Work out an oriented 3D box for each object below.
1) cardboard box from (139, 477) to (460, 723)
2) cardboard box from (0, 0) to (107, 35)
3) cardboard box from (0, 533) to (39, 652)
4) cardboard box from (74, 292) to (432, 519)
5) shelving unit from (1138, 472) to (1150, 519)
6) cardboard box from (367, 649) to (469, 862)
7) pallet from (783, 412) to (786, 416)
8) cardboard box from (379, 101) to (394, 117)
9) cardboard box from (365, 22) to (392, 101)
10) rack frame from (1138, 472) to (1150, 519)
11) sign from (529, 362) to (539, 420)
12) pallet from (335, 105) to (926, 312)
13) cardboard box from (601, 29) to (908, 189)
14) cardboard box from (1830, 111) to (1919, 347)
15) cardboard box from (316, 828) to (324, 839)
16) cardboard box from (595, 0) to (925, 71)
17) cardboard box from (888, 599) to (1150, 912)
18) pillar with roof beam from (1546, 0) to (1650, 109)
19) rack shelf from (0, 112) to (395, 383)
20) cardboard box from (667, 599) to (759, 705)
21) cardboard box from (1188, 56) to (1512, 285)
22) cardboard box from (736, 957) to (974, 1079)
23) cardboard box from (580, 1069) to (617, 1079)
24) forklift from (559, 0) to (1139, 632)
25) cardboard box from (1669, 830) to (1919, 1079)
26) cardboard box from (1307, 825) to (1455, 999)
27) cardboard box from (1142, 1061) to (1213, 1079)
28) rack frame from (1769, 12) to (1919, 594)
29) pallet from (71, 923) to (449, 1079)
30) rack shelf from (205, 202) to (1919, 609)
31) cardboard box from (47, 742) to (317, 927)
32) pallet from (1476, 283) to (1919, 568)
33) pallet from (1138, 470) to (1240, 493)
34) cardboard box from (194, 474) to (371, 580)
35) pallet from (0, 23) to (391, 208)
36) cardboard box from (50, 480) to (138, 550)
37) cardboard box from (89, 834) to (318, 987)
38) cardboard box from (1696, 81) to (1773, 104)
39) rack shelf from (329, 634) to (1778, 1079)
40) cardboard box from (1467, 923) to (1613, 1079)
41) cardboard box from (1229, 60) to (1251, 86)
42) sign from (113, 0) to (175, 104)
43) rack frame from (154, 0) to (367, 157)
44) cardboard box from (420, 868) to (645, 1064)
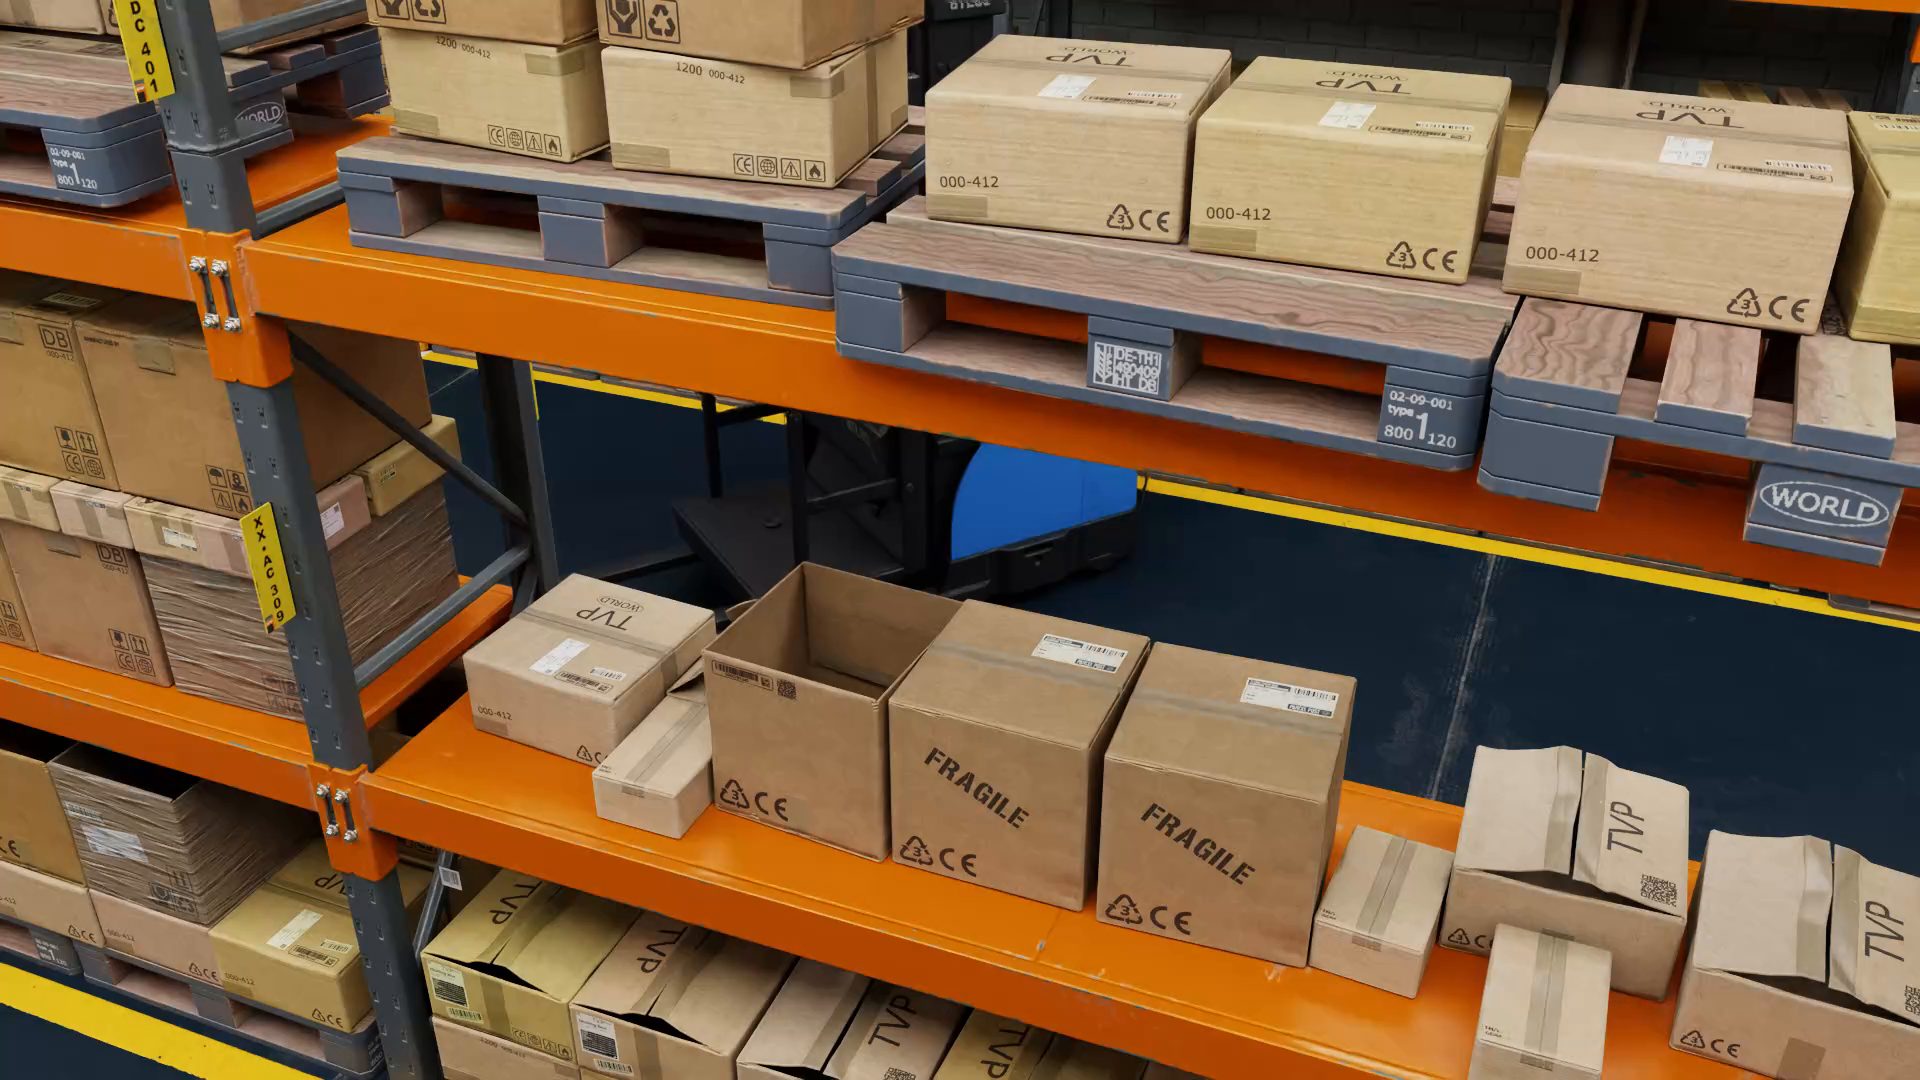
[{"bbox_3d":[-1.918,0.107,4.911,0.500,0.500,0.700,10,31,18],"label":"cardboard box"},{"bbox_3d":[-2.372,-1.595,4.496,0.500,0.311,0.500,10,31,16],"label":"cardboard box"},{"bbox_3d":[-2.872,-0.083,5.246,0.500,0.500,0.700,12,32,20],"label":"cardboard box"},{"bbox_3d":[-1.918,-0.458,4.592,0.500,0.500,0.700,11,31,19],"label":"cardboard box"},{"bbox_3d":[0.876,-0.660,8.183,0.189,1.200,0.258,3,28,-15],"label":"shelving unit"},{"bbox_3d":[-1.816,0.689,5.589,0.500,0.500,0.500,11,31,19],"label":"cardboard box"},{"bbox_3d":[-0.281,-0.924,9.671,1.213,0.211,1.003,11,31,19],"label":"pallet"},{"bbox_3d":[-3.019,-2.478,9.718,0.500,0.250,0.500,10,31,18],"label":"cardboard box"},{"bbox_3d":[-3.022,-2.815,9.551,0.500,0.500,0.500,11,31,19],"label":"cardboard box"},{"bbox_3d":[0.964,-0.656,8.206,0.006,1.200,0.240,3,28,-15],"label":"rack frame"},{"bbox_3d":[-1.309,-0.489,4.971,0.005,0.325,0.100,11,31,19],"label":"sign"},{"bbox_3d":[-0.682,-0.836,3.827,1.217,0.209,0.805,10,31,17],"label":"pallet"},{"bbox_3d":[-0.427,-0.975,3.604,0.500,0.250,0.500,8,31,14],"label":"cardboard box"},{"bbox_3d":[1.761,-0.512,2.785,0.500,0.250,0.500,9,31,15],"label":"cardboard box"},{"bbox_3d":[-2.281,0.925,5.933,0.500,0.250,0.500,11,31,19],"label":"cardboard box"},{"bbox_3d":[-0.411,-1.294,3.405,0.500,0.500,0.500,14,33,24],"label":"cardboard box"},{"bbox_3d":[0.154,0.525,4.170,0.500,0.500,0.500,11,31,19],"label":"cardboard box"},{"bbox_3d":[1.563,-2.574,3.658,0.400,9.000,9.100,11,31,19],"label":"pillar with roof beam"},{"bbox_3d":[-3.357,-1.133,4.889,4.000,0.370,1.077,11,31,19],"label":"rack shelf"},{"bbox_3d":[-0.620,0.367,4.689,0.258,0.266,0.396,11,31,18],"label":"cardboard box"},{"bbox_3d":[0.742,-0.712,3.138,0.500,0.250,0.500,11,31,18],"label":"cardboard box"},{"bbox_3d":[-0.273,1.380,4.558,0.500,0.311,0.500,10,31,17],"label":"cardboard box"},{"bbox_3d":[-0.750,1.526,4.869,0.500,0.250,0.500,12,32,20],"label":"cardboard box"},{"bbox_3d":[-0.684,-1.022,7.080,3.031,2.935,1.130,-16,33,-25],"label":"forklift"},{"bbox_3d":[1.882,0.921,3.663,0.500,0.311,0.500,13,32,22],"label":"cardboard box"},{"bbox_3d":[0.999,0.869,3.920,0.250,0.149,0.380,14,32,23],"label":"cardboard box"},{"bbox_3d":[0.674,1.567,4.227,0.500,0.311,0.500,11,31,19],"label":"cardboard box"},{"bbox_3d":[4.061,-1.290,7.484,0.127,3.000,1.000,11,31,19],"label":"rack frame"},{"bbox_3d":[-2.225,1.277,5.776,1.213,0.211,1.003,11,31,19],"label":"pallet"},{"bbox_3d":[0.349,-0.393,3.580,4.000,0.370,1.077,11,31,19],"label":"rack shelf"},{"bbox_3d":[-2.475,0.833,5.333,0.500,0.500,0.500,11,31,19],"label":"cardboard box"},{"bbox_3d":[1.540,-0.339,2.945,1.003,0.211,1.213,13,32,21],"label":"pallet"},{"bbox_3d":[1.077,-0.673,9.226,1.213,0.211,1.003,11,31,19],"label":"pallet"},{"bbox_3d":[-1.837,-0.049,4.528,0.250,0.149,0.380,11,31,19],"label":"cardboard box"},{"bbox_3d":[-2.304,-1.184,4.338,1.213,0.211,1.003,11,31,19],"label":"pallet"},{"bbox_3d":[-2.309,-0.143,4.694,0.250,0.149,0.380,10,31,18],"label":"cardboard box"},{"bbox_3d":[-2.476,1.160,5.516,0.500,0.250,0.500,11,31,19],"label":"cardboard box"},{"bbox_3d":[3.427,-1.910,7.373,0.250,0.149,0.380,6,30,11],"label":"cardboard box"},{"bbox_3d":[0.349,0.913,4.318,4.000,0.370,1.077,11,31,19],"label":"rack shelf"},{"bbox_3d":[1.265,1.038,3.620,0.250,0.149,0.380,11,31,19],"label":"cardboard box"},{"bbox_3d":[1.329,-2.049,8.277,0.500,0.500,0.700,15,33,24],"label":"cardboard box"},{"bbox_3d":[-1.711,-1.083,3.463,0.005,0.325,0.100,11,31,19],"label":"sign"},{"bbox_3d":[-1.504,-2.382,3.320,0.127,3.000,1.000,11,31,19],"label":"rack frame"},{"bbox_3d":[-1.215,1.189,4.895,0.500,0.311,0.500,11,31,19],"label":"cardboard box"}]
